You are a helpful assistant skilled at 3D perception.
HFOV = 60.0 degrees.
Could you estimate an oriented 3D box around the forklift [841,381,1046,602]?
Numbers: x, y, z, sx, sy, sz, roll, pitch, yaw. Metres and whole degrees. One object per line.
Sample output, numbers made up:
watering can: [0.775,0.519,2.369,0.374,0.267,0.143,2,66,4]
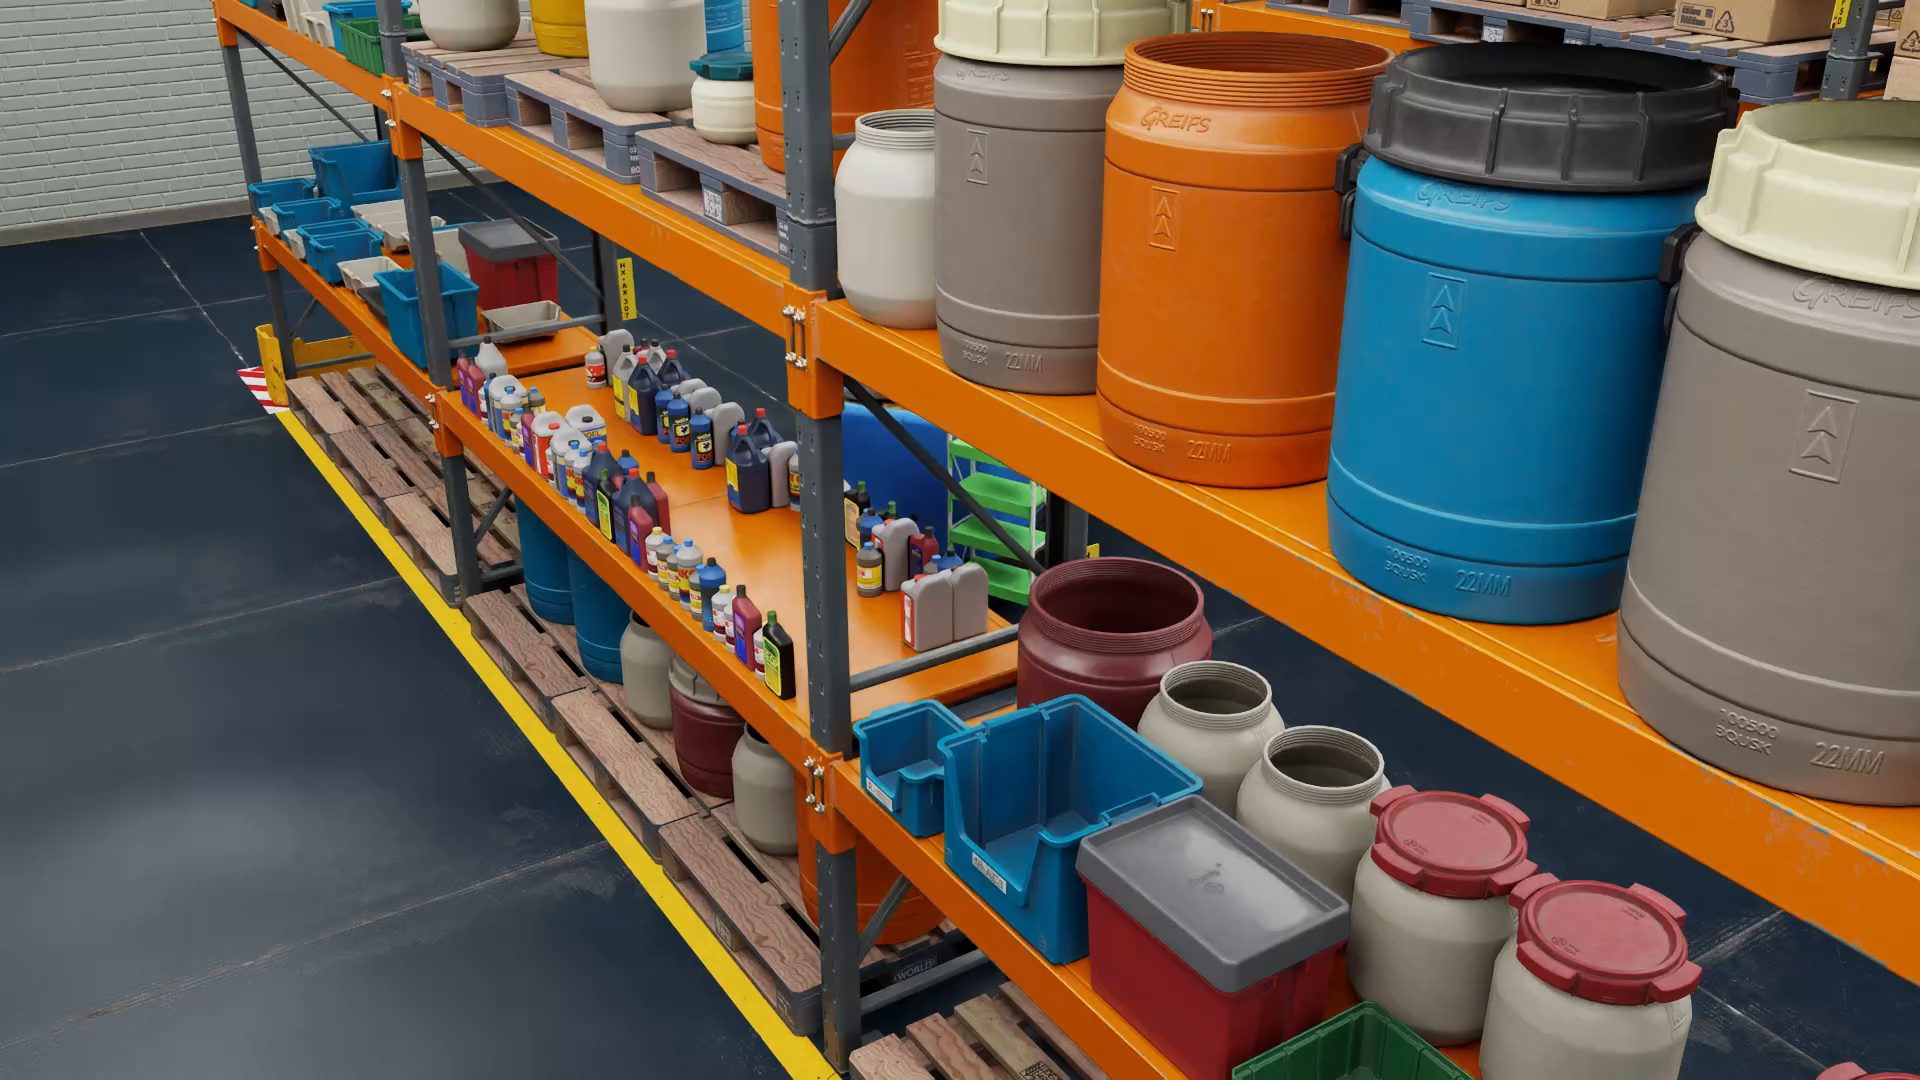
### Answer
forklift: [0.263,-1.598,9.702,1.130,2.935,3.031,10,27,20]

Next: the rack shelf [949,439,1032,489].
rack shelf: [0.212,-0.415,8.248,0.480,0.148,0.258,15,29,29]

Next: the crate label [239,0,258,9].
crate label: [-4.162,-3.370,10.035,0.408,0.251,0.502,-16,29,-30]

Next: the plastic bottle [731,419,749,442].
plastic bottle: [-0.943,-0.392,7.218,0.097,0.271,0.097,0,25,0]

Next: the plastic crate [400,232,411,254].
plastic crate: [-3.303,-1.842,10.377,0.298,0.136,0.250,-16,29,-30]

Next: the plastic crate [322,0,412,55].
plastic crate: [-2.976,-2.587,8.399,0.416,0.233,0.300,-16,29,-30]

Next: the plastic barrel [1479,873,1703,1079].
plastic barrel: [1.417,1.089,3.770,0.433,0.535,0.433,0,25,0]

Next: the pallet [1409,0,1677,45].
pallet: [3.113,-2.667,8.594,1.003,0.211,1.213,-14,29,-27]

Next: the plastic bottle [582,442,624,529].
plastic bottle: [-1.456,-0.237,6.796,0.144,0.351,0.185,-16,29,-30]

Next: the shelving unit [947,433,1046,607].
shelving unit: [0.212,-0.038,8.426,0.503,1.200,0.258,15,29,29]

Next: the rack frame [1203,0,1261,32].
rack frame: [1.938,-2.210,10.917,1.000,3.000,0.127,-16,29,-30]

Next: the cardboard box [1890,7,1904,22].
cardboard box: [9.482,-5.304,16.184,0.500,0.500,0.500,-16,30,-30]

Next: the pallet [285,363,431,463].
pallet: [-3.977,-0.921,11.454,1.003,0.211,1.213,-16,29,-30]

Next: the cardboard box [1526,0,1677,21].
cardboard box: [3.184,-2.860,8.172,0.500,0.500,0.500,-14,29,-27]

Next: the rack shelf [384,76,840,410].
rack shelf: [-1.120,-1.371,6.470,1.077,0.370,4.000,-16,29,-30]

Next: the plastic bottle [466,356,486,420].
plastic bottle: [-2.296,-0.724,7.907,0.061,0.283,0.133,-16,29,-30]

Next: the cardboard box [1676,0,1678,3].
cardboard box: [5.666,-4.066,13.213,0.500,0.500,0.500,-17,30,-31]

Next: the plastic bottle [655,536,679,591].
plastic bottle: [-1.099,0.083,6.293,0.097,0.201,0.097,0,25,0]

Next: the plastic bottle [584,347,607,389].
plastic bottle: [-1.820,-0.864,8.299,0.097,0.201,0.097,0,25,0]

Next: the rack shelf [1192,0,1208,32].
rack shelf: [0.846,-3.956,11.945,1.077,0.370,4.000,-16,29,-30]

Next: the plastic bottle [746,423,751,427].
plastic bottle: [-0.886,-0.423,7.268,0.061,0.283,0.133,-16,29,-30]

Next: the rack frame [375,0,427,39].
rack frame: [-2.212,-3.768,7.191,1.000,3.000,0.127,-16,29,-30]

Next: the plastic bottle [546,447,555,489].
plastic bottle: [-1.732,-0.332,7.172,0.097,0.201,0.097,0,25,0]

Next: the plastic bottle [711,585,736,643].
plastic bottle: [-0.833,0.257,5.924,0.097,0.201,0.097,0,25,0]

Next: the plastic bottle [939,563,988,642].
plastic bottle: [0.007,0.201,5.955,0.152,0.276,0.135,-16,29,-30]

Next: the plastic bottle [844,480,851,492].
plastic bottle: [-0.485,-0.140,6.684,0.097,0.271,0.097,0,25,0]

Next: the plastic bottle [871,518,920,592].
plastic bottle: [-0.246,0.036,6.306,0.152,0.276,0.135,-16,29,-30]

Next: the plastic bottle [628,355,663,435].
plastic bottle: [-1.456,-0.681,7.736,0.144,0.351,0.185,-16,29,-30]

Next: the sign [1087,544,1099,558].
sign: [0.429,0.171,5.683,0.100,0.325,0.005,-16,29,-30]

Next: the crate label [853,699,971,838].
crate label: [-0.112,0.689,4.973,0.303,0.233,0.416,-16,29,-30]

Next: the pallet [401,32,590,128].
pallet: [-1.702,-2.069,7.326,1.213,0.211,1.003,-16,29,-30]

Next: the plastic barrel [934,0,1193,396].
plastic barrel: [0.239,-0.863,3.964,0.600,0.901,0.600,0,25,0]

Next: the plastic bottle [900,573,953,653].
plastic bottle: [-0.121,0.237,5.880,0.152,0.276,0.135,-16,29,-30]

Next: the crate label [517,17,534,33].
crate label: [-2.237,-2.535,8.401,0.293,0.136,0.466,-16,29,-30]

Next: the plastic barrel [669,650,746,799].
plastic barrel: [-0.926,0.701,7.084,0.600,0.588,0.708,-16,29,-30]

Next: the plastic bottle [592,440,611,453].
plastic bottle: [-1.552,-0.333,7.174,0.097,0.201,0.097,0,25,0]

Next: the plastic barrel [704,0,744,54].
plastic barrel: [-1.152,-2.254,6.417,0.600,0.901,0.708,-16,29,-30]

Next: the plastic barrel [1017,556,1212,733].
plastic barrel: [0.479,0.409,5.210,0.600,0.536,0.708,-16,29,-30]

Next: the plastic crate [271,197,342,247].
plastic crate: [-4.177,-2.037,10.677,0.416,0.233,0.300,-16,29,-30]

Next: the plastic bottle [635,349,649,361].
plastic bottle: [-1.526,-0.803,8.082,0.152,0.276,0.135,-16,29,-30]

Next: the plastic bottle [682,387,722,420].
plastic bottle: [-1.177,-0.574,7.598,0.152,0.276,0.135,-16,29,-30]

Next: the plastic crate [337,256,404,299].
plastic crate: [-3.414,-1.516,9.686,0.293,0.136,0.466,-16,29,-30]

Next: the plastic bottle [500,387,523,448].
plastic bottle: [-2.038,-0.564,7.582,0.097,0.271,0.097,0,25,0]

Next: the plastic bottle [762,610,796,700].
plastic bottle: [-0.606,0.383,5.562,0.061,0.283,0.133,-16,29,-30]

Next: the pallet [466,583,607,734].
pallet: [-1.825,0.491,8.462,1.003,0.211,1.213,-16,29,-30]
